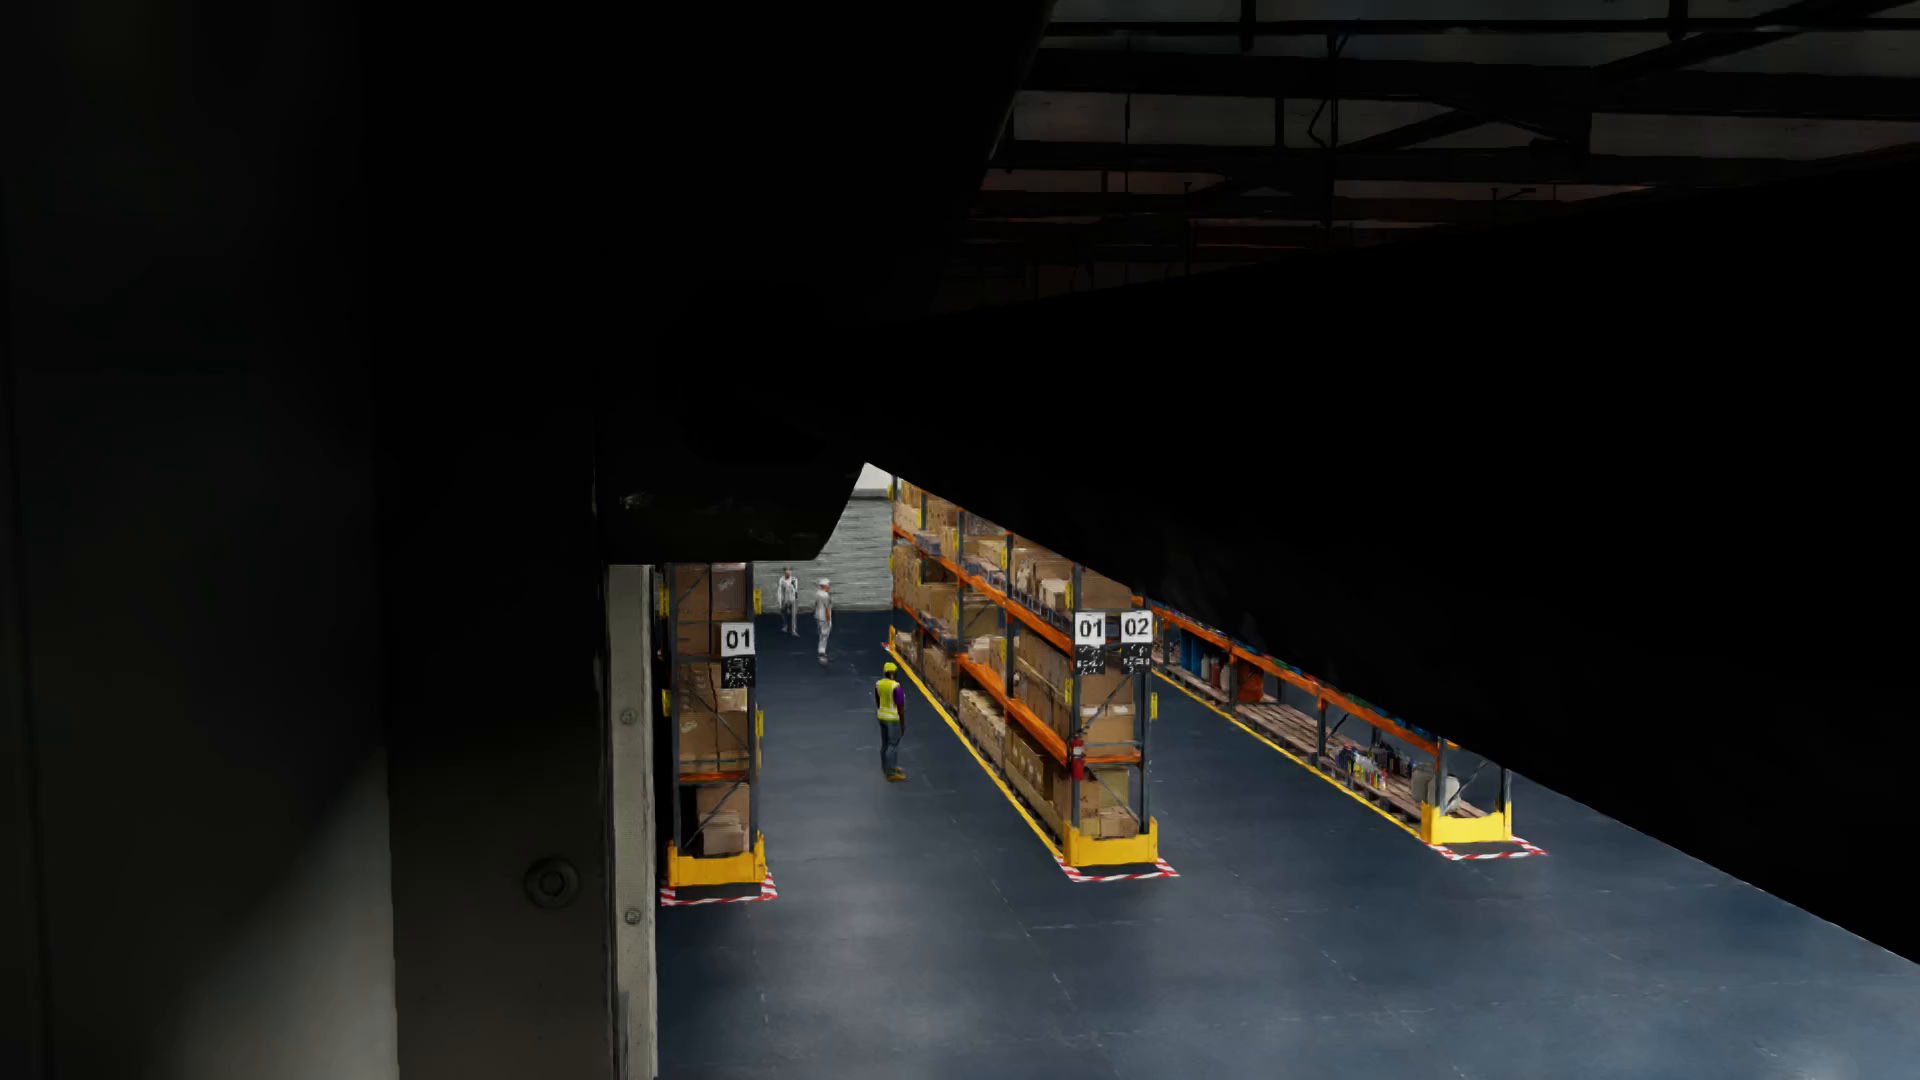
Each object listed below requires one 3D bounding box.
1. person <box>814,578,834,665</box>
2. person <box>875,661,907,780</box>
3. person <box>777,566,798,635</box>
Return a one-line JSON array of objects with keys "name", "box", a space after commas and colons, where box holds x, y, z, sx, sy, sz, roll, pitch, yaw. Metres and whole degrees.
[{"name": "person", "box": [-2.798, 1.672, 34.699, 0.468, 1.794, 0.625, -3, 7, -28]}, {"name": "person", "box": [-1.014, 2.710, 25.229, 0.453, 1.768, 0.632, -5, 8, -40]}, {"name": "person", "box": [-3.975, 1.372, 38.408, 0.495, 1.589, 1.086, -1, 6, -8]}]
